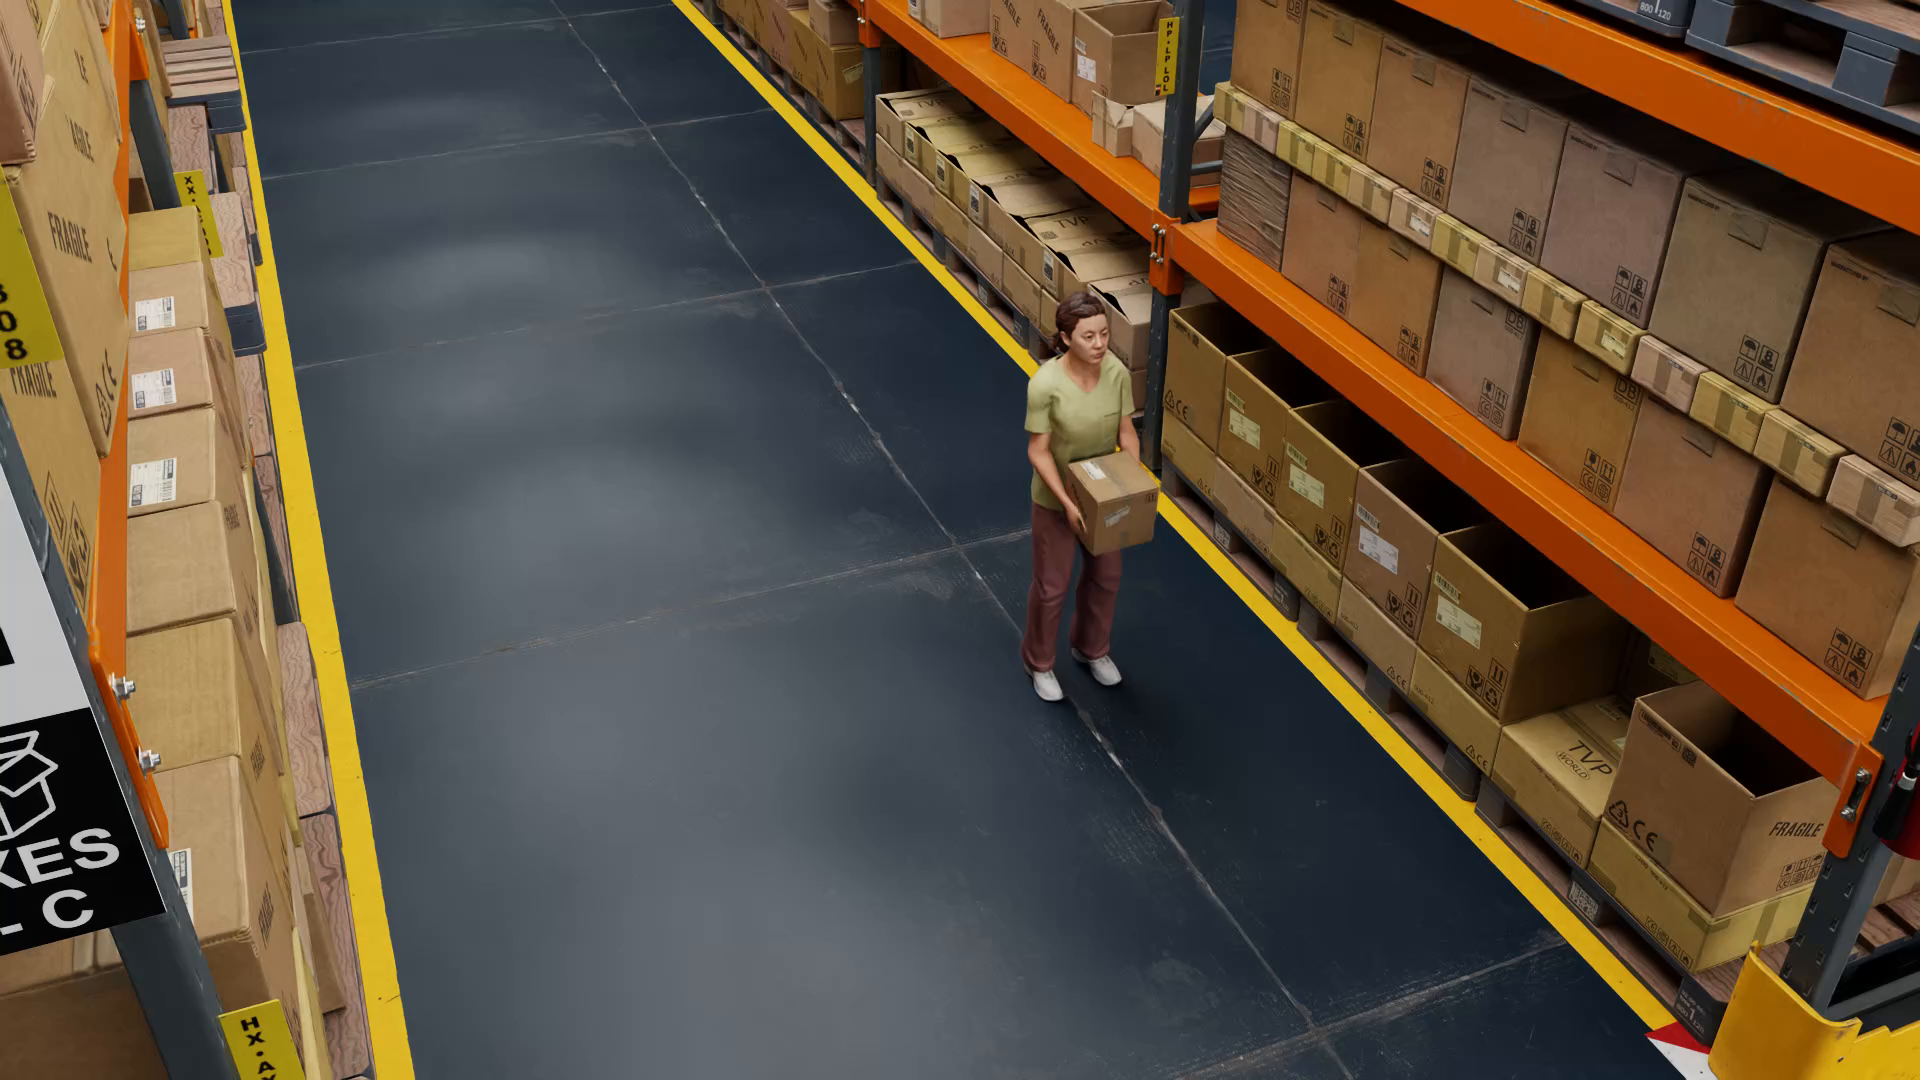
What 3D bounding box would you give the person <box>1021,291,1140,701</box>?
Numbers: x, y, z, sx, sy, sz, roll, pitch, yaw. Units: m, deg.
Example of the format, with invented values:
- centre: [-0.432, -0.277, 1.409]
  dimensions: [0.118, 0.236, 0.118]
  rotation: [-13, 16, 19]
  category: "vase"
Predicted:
- centre: [0.476, -0.131, 6.338]
  dimensions: [0.456, 1.673, 0.511]
  rotation: [-14, 36, -20]
  category: "person"
